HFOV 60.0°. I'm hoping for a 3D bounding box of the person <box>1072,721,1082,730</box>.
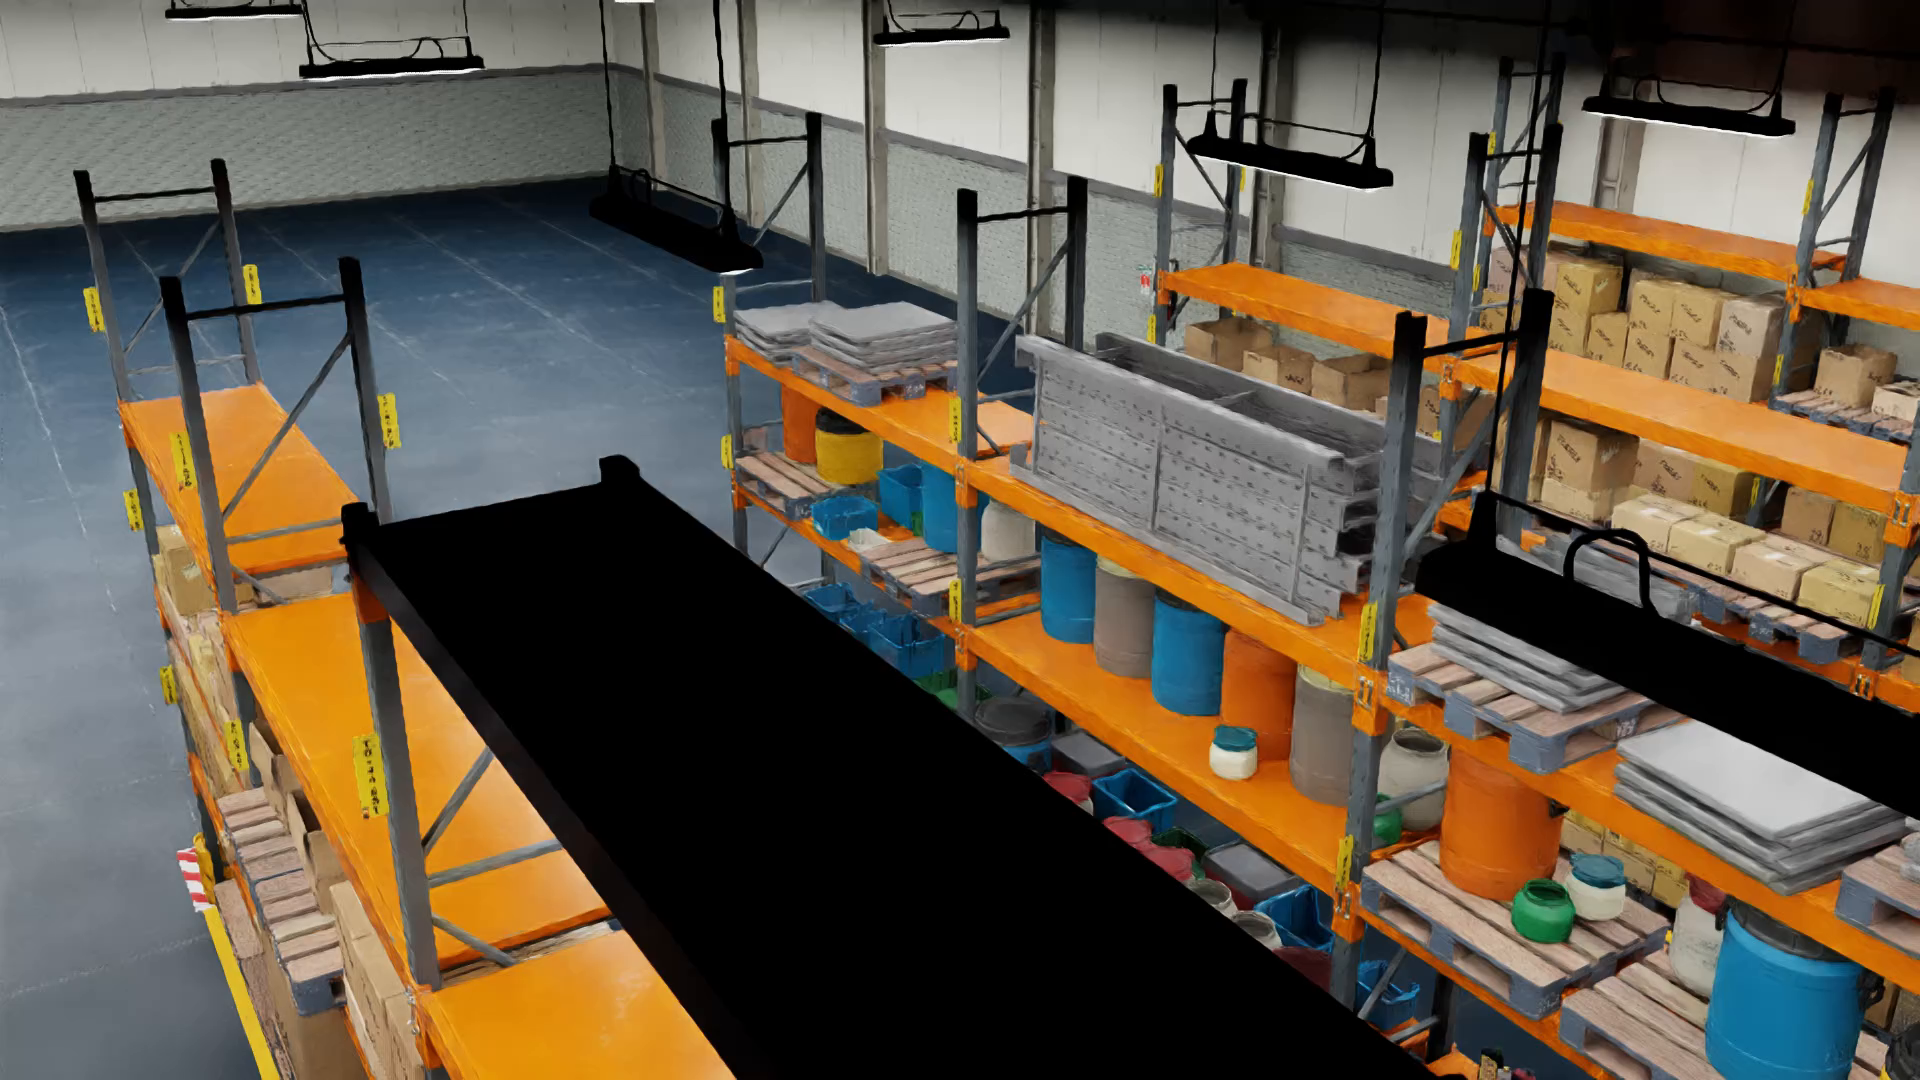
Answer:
[{"bbox_3d":[1.122,1.575,15.391,0.459,1.531,0.875,-4,22,-9],"label":"person"}]
